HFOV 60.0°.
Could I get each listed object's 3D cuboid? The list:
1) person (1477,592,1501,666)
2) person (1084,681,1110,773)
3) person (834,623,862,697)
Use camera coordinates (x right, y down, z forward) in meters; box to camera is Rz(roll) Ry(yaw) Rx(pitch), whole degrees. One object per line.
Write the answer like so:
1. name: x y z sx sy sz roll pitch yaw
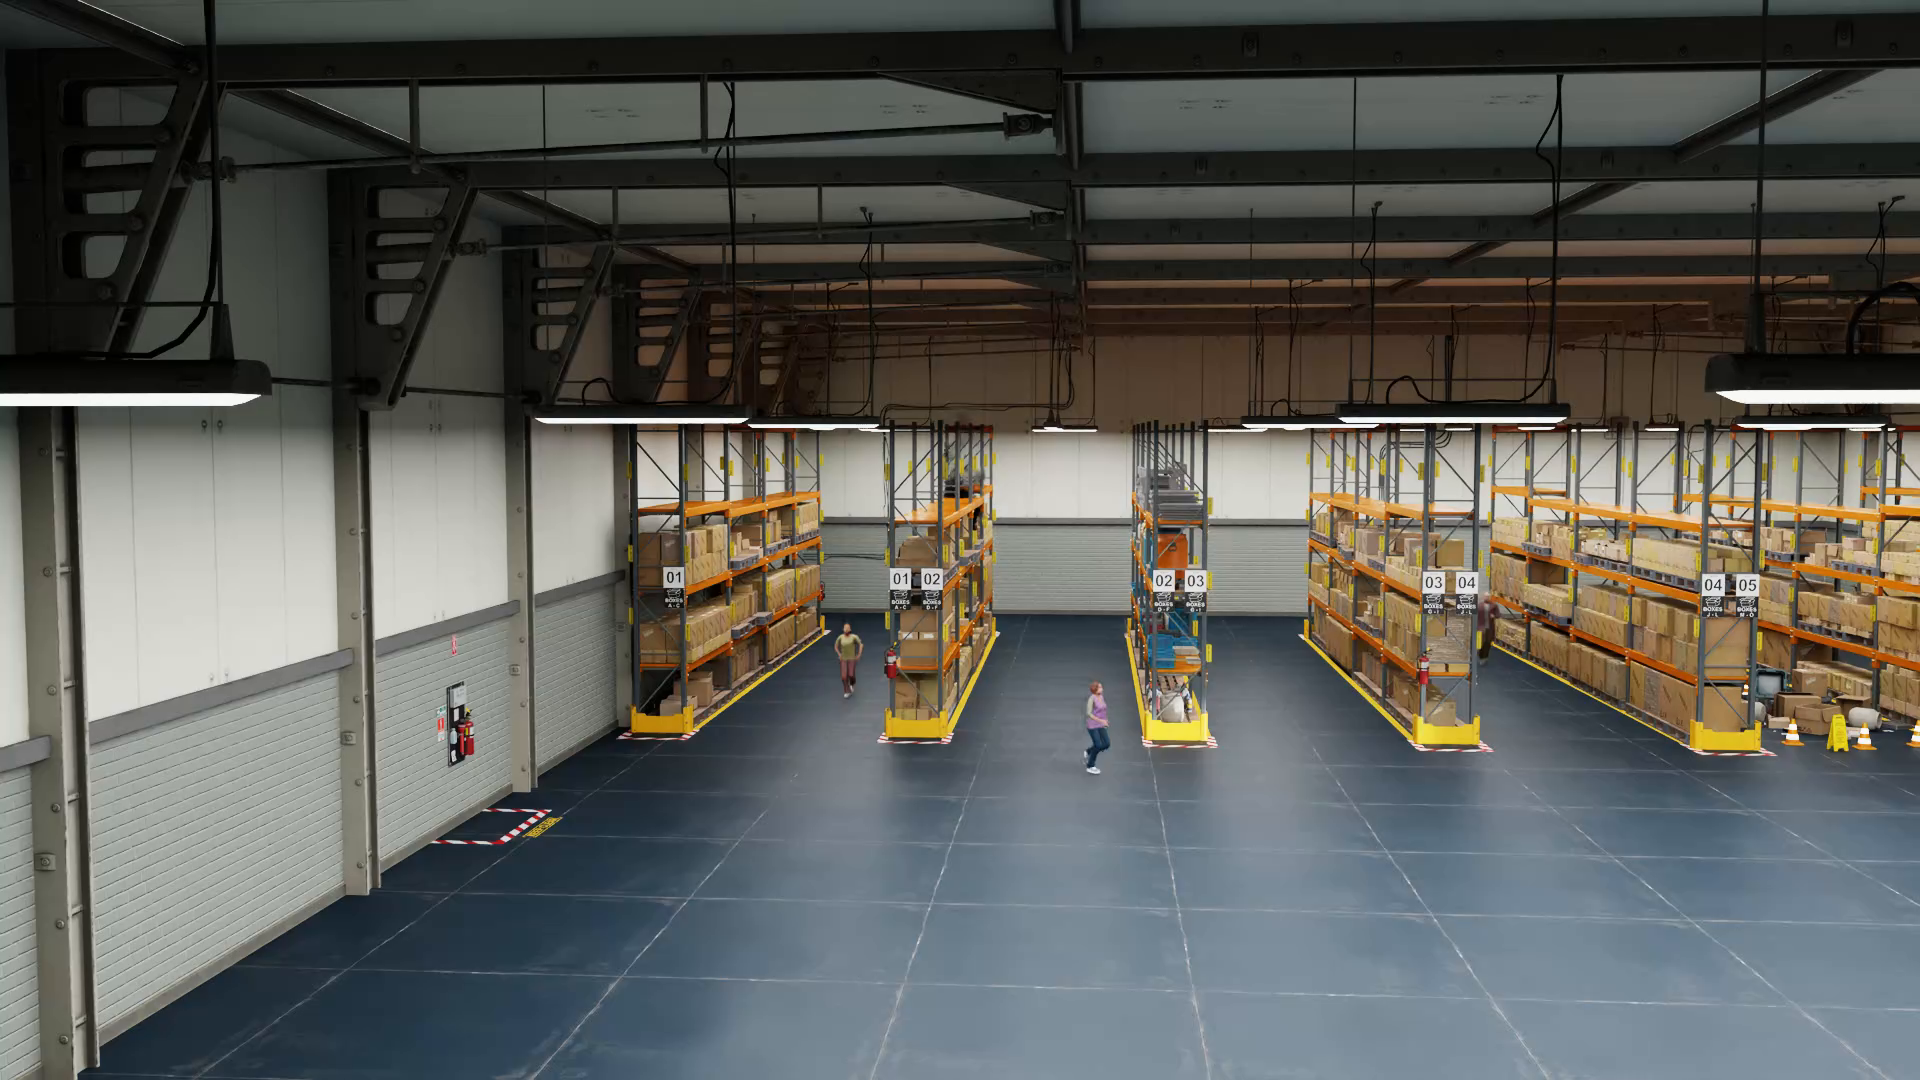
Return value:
1. person: 13.092 2.221 41.412 0.675 1.846 0.829 0 4 3
2. person: 2.319 3.162 28.127 0.560 1.557 0.584 3 4 35
3. person: -2.442 2.615 36.316 0.610 1.630 0.569 0 4 2
